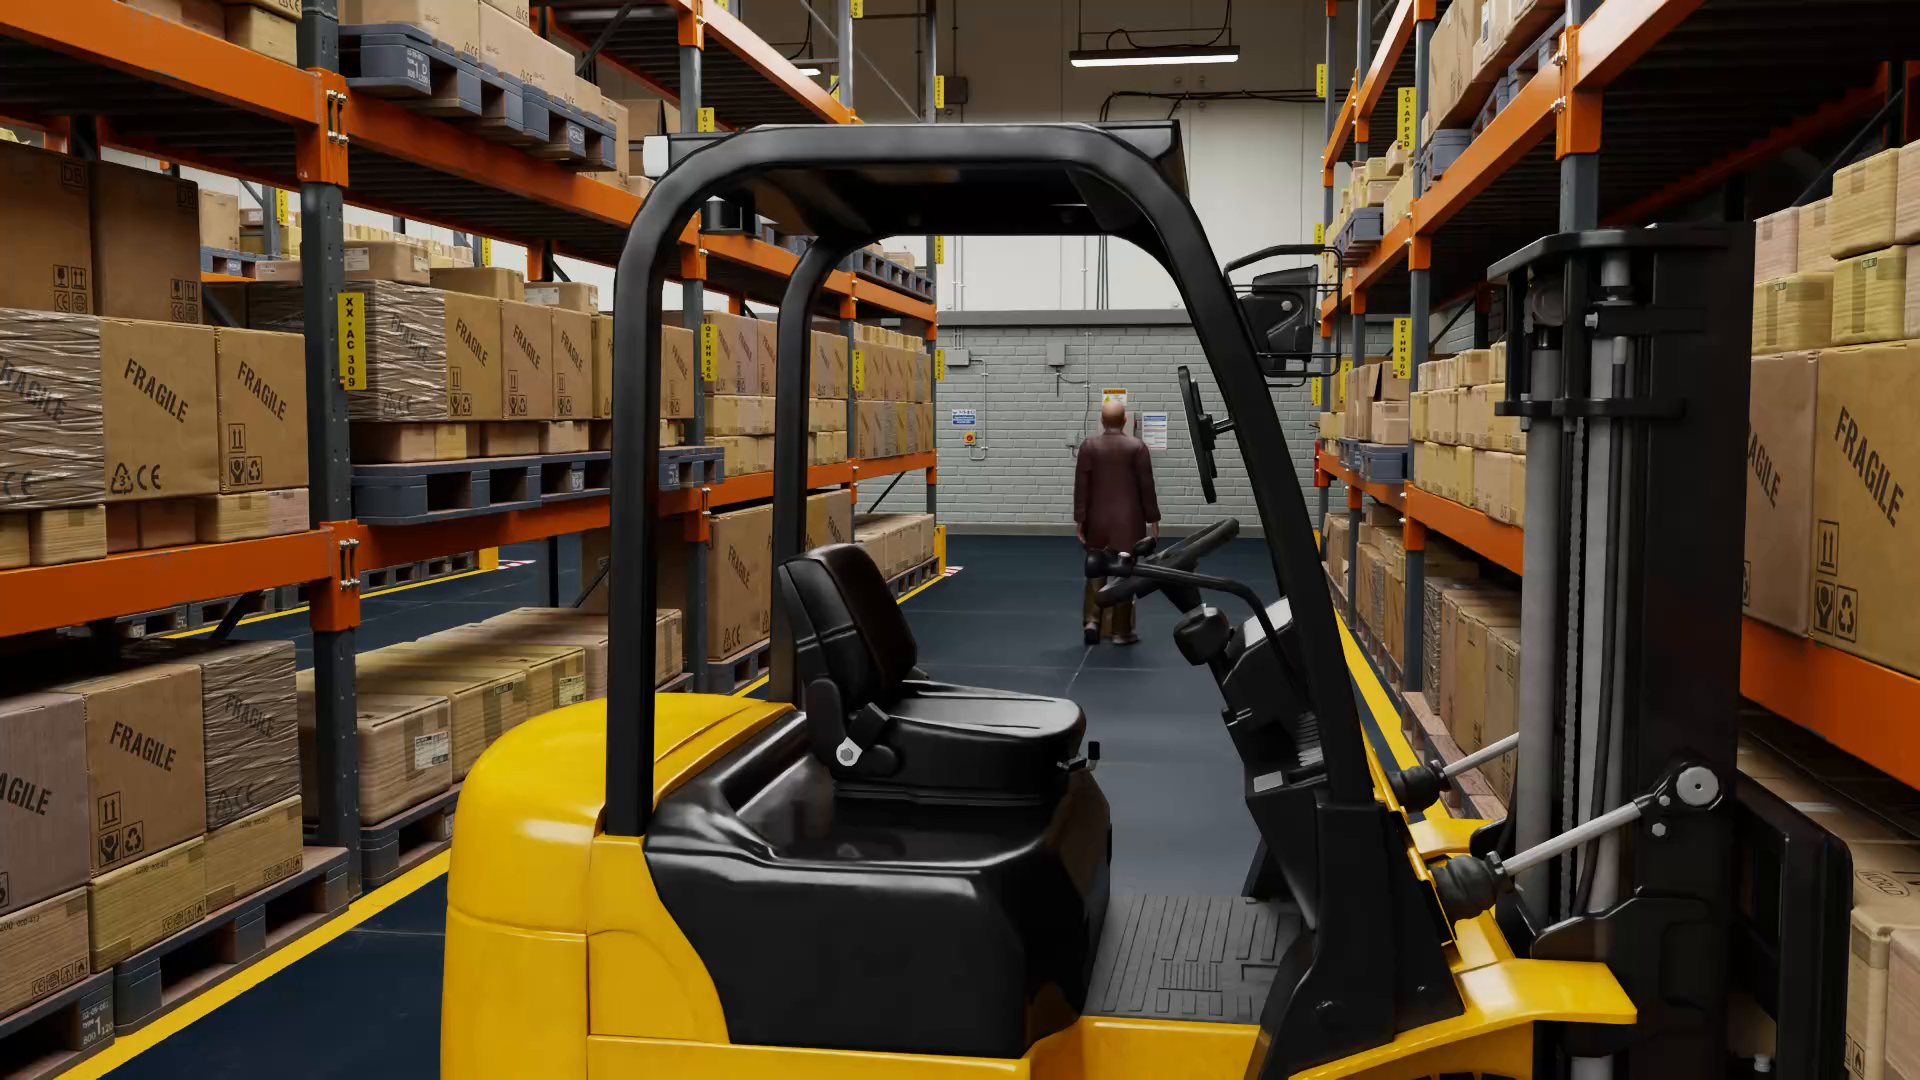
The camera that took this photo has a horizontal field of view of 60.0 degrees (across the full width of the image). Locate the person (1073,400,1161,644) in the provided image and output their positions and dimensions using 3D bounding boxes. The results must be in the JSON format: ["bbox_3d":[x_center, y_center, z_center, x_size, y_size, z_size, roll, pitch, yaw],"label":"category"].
[{"bbox_3d":[1.162,-0.113,12.194,0.639,1.817,0.421,1,5,18],"label":"person"}]
